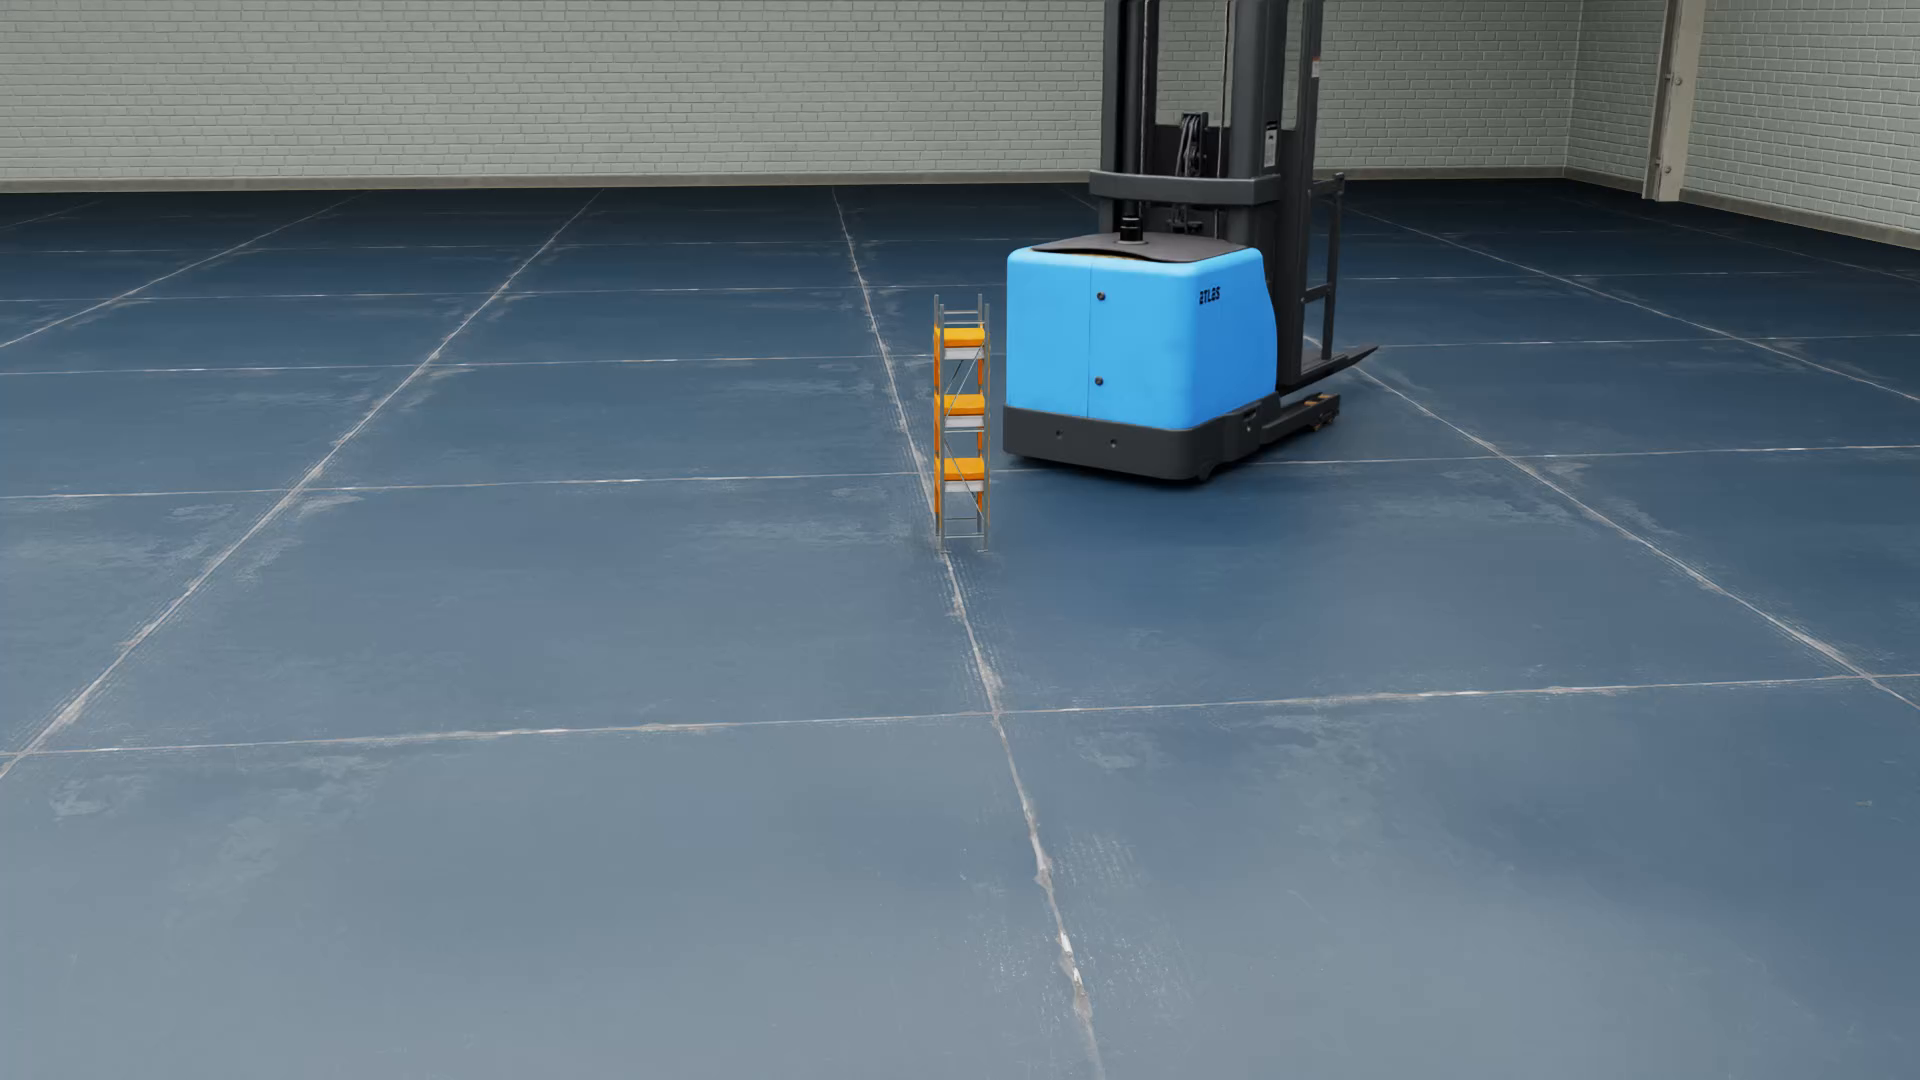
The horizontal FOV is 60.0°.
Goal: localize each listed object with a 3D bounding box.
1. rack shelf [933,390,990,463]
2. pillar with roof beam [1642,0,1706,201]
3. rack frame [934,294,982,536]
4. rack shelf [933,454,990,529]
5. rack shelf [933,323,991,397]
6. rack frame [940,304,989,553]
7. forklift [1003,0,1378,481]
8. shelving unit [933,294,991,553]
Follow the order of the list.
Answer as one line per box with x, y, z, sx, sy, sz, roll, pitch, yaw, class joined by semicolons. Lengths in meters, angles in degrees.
0.006;-0.475;6.972;0.215;0.259;0.240;-2;18;-6;rack shelf
4.415;-8.383;18.857;9.100;9.000;0.400;-2;18;-6;pillar with roof beam
-0.007;-0.521;7.085;0.200;1.050;0.008;-2;18;-6;rack frame
0.006;-0.210;7.055;0.215;0.259;0.240;-2;18;-6;rack shelf
0.005;-0.746;6.887;0.215;0.259;0.240;-2;18;-6;rack shelf
0.018;-0.449;6.853;0.200;1.050;0.008;-2;18;-6;rack frame
1.455;-2.064;8.857;1.130;2.935;3.031;11;21;32;forklift
0.006;-0.485;6.969;0.215;1.050;0.252;-2;18;-6;shelving unit
